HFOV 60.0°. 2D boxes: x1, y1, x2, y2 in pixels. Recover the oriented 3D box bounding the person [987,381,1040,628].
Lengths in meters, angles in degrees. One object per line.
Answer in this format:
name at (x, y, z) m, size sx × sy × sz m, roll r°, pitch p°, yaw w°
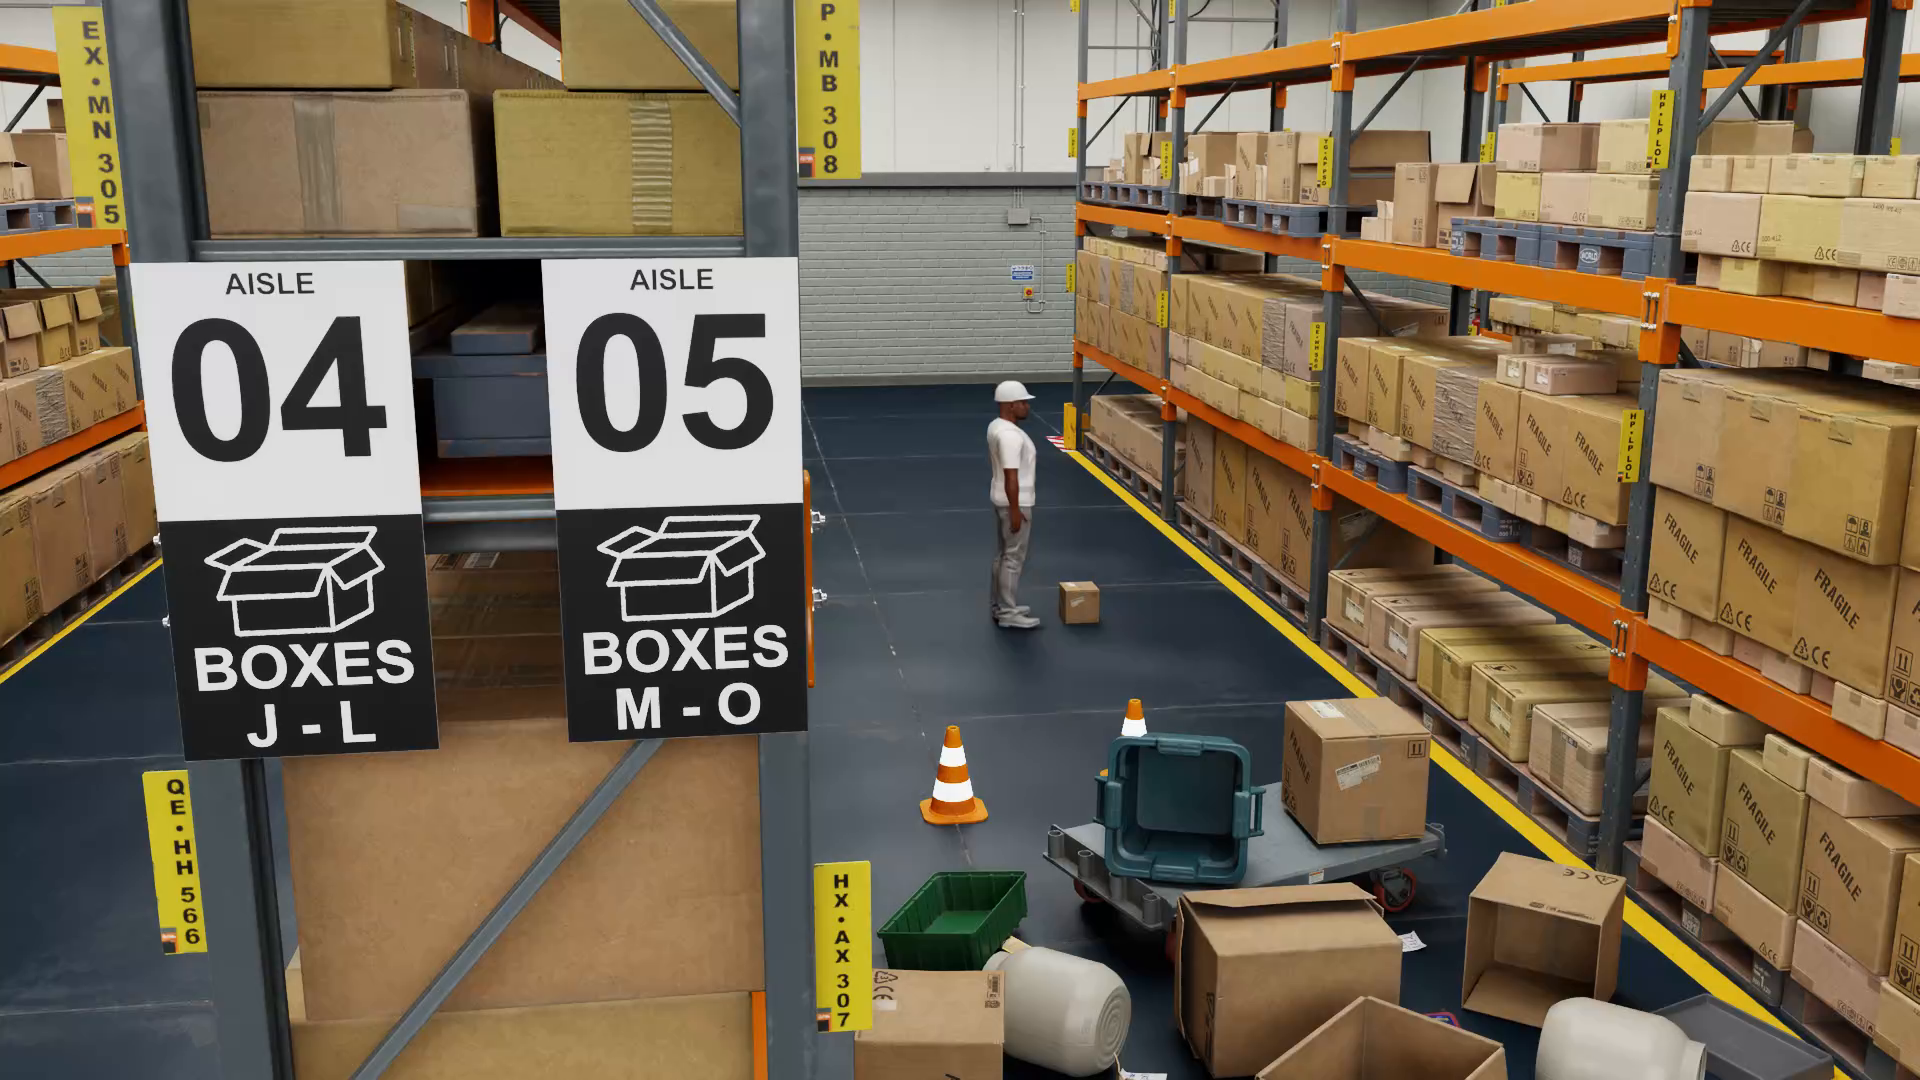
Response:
person at (0.384, -0.269, 12.050) m, size 0.355 × 1.766 × 0.568 m, roll -2°, pitch 13°, yaw -7°
